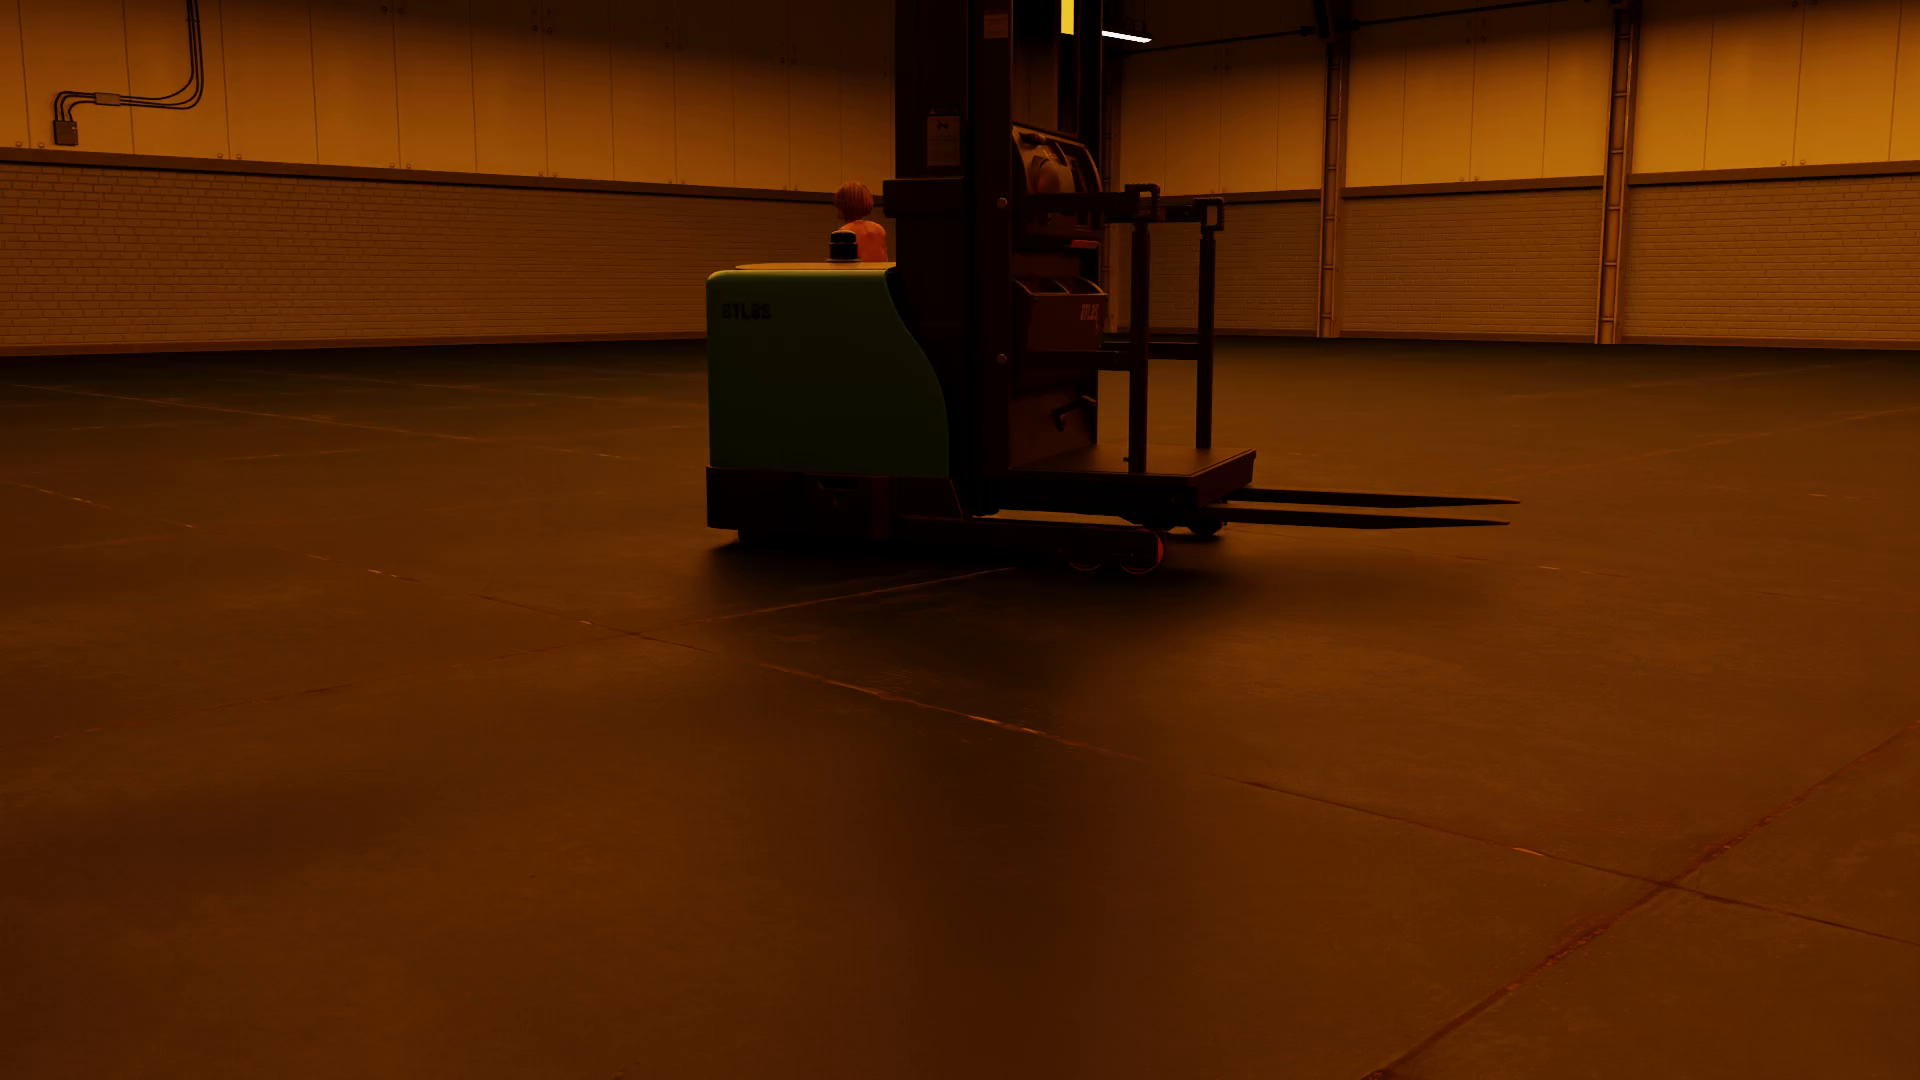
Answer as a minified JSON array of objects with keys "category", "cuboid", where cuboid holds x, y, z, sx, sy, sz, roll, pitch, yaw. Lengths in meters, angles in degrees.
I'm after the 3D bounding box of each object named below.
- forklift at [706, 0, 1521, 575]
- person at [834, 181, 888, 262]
[{"category":"forklift","cuboid":[0.565,-1.416,6.275,3.031,2.935,1.130,3,9,22]},{"category":"person","cuboid":[-0.664,-1.247,9.600,0.474,1.593,0.521,7,11,38]}]
